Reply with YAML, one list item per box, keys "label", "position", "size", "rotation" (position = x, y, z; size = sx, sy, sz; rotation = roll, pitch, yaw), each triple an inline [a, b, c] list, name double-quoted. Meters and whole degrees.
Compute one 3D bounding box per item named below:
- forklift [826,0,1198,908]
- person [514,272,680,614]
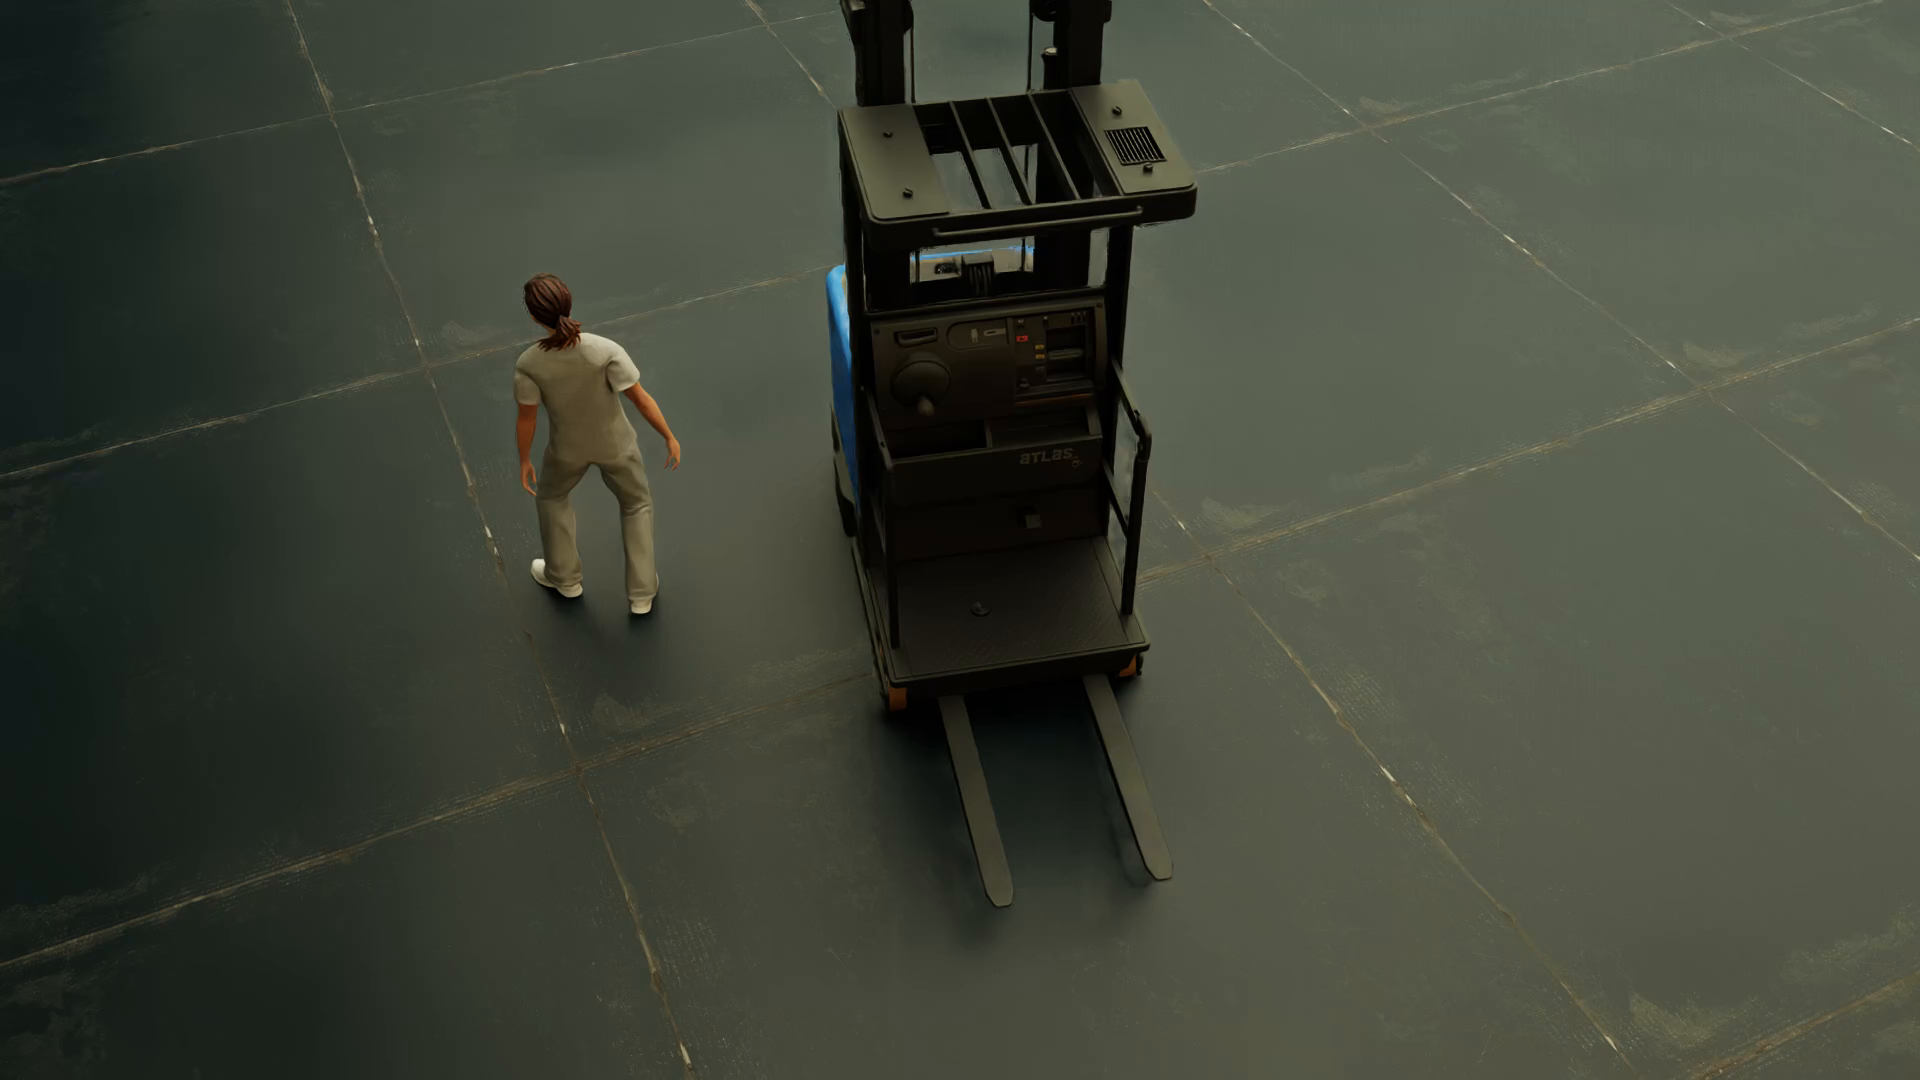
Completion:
- label: "forklift"
  position: [0.162, -0.625, 6.350]
  size: [1.130, 2.935, 3.031]
  rotation: [-8, 44, -8]
- label: "person"
  position: [-1.577, -0.369, 7.060]
  size: [0.781, 1.647, 0.423]
  rotation: [-2, 43, -2]
